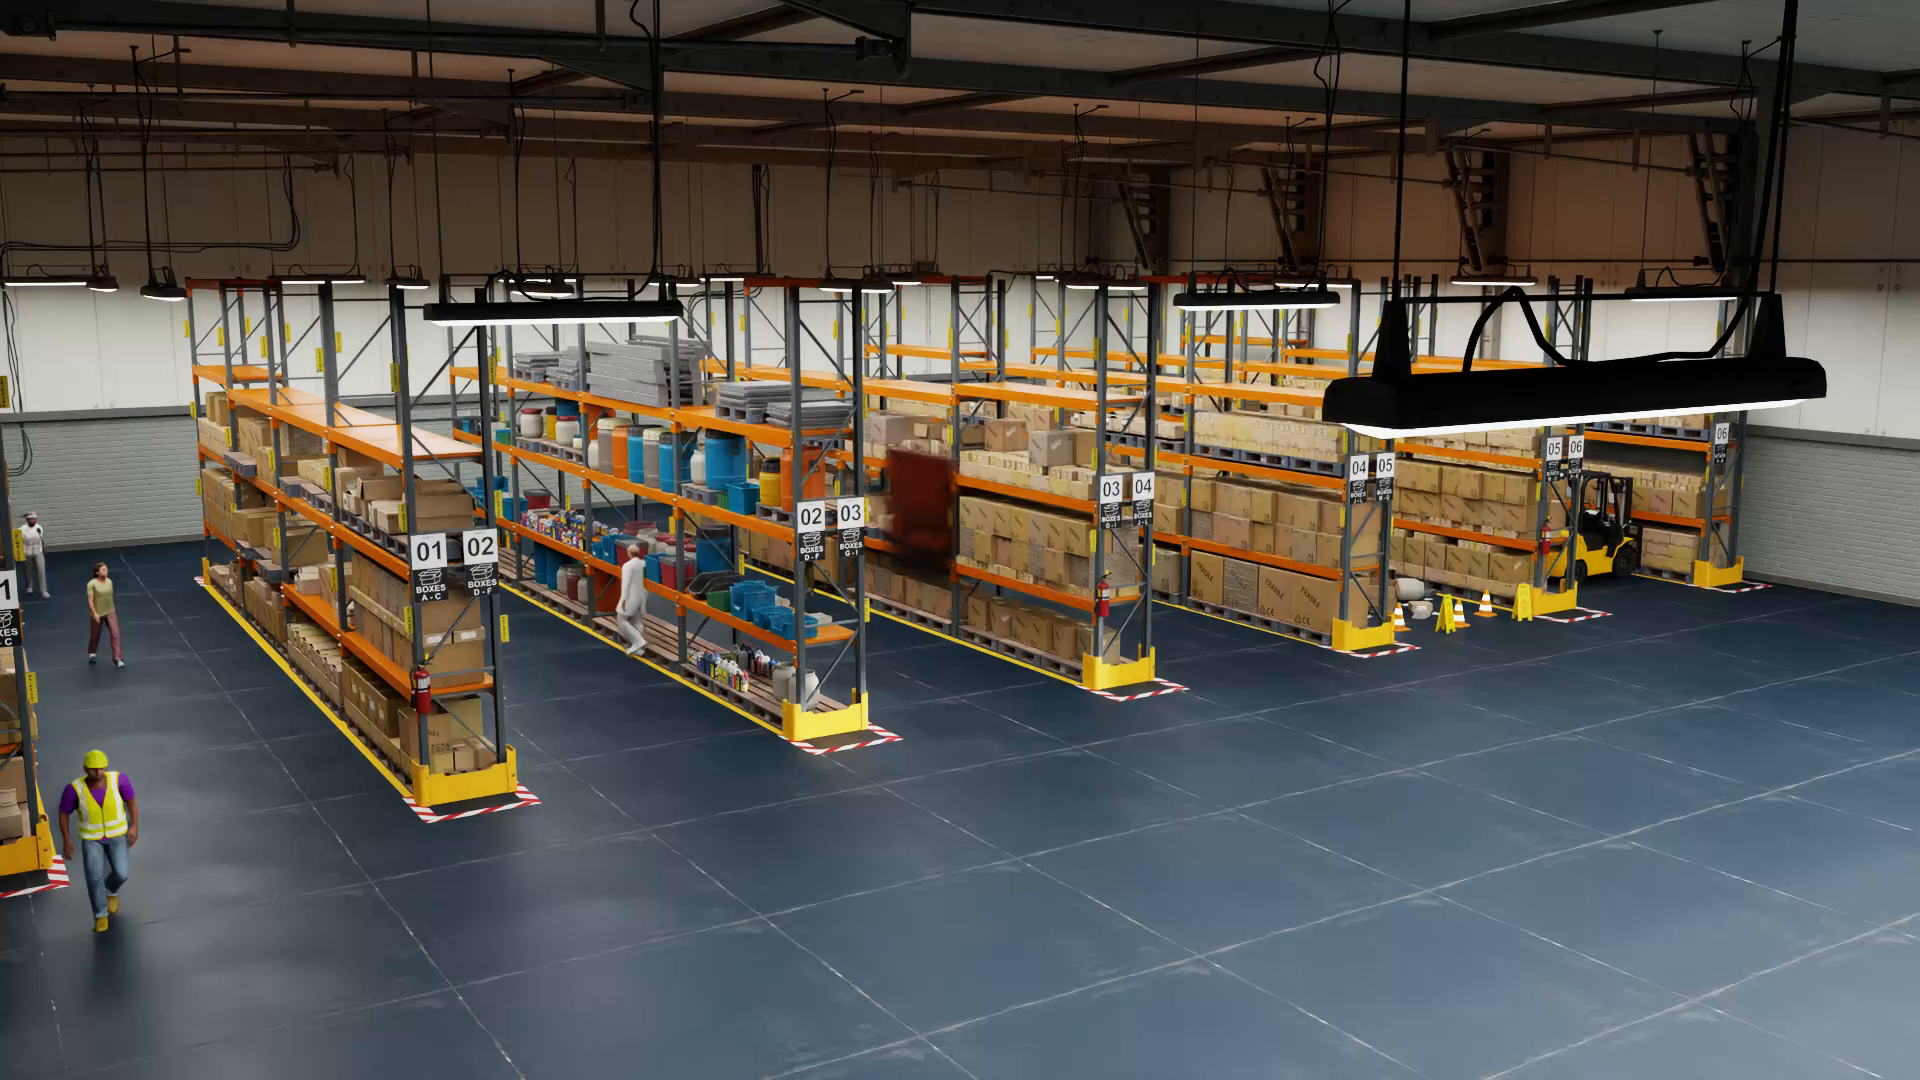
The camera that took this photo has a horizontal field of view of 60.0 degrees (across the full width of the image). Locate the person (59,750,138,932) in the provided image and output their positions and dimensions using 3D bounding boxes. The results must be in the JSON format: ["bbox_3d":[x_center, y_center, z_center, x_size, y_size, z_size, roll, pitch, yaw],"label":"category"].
[{"bbox_3d":[-8.263,2.833,15.977,0.672,1.746,0.619,-6,11,-33],"label":"person"}]

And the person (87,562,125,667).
[{"bbox_3d":[-13.496,1.154,26.149,0.410,1.624,1.019,-8,13,-41],"label":"person"}]

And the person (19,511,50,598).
[{"bbox_3d":[-17.540,0.254,31.433,0.437,1.621,1.014,-7,12,-35],"label":"person"}]

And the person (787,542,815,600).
[{"bbox_3d":[-2.772,0.160,30.080,0.663,1.778,0.639,-5,11,-27],"label":"person"}]

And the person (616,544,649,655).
[{"bbox_3d":[-5.185,0.961,26.591,0.538,1.776,0.625,6,11,33],"label":"person"}]
